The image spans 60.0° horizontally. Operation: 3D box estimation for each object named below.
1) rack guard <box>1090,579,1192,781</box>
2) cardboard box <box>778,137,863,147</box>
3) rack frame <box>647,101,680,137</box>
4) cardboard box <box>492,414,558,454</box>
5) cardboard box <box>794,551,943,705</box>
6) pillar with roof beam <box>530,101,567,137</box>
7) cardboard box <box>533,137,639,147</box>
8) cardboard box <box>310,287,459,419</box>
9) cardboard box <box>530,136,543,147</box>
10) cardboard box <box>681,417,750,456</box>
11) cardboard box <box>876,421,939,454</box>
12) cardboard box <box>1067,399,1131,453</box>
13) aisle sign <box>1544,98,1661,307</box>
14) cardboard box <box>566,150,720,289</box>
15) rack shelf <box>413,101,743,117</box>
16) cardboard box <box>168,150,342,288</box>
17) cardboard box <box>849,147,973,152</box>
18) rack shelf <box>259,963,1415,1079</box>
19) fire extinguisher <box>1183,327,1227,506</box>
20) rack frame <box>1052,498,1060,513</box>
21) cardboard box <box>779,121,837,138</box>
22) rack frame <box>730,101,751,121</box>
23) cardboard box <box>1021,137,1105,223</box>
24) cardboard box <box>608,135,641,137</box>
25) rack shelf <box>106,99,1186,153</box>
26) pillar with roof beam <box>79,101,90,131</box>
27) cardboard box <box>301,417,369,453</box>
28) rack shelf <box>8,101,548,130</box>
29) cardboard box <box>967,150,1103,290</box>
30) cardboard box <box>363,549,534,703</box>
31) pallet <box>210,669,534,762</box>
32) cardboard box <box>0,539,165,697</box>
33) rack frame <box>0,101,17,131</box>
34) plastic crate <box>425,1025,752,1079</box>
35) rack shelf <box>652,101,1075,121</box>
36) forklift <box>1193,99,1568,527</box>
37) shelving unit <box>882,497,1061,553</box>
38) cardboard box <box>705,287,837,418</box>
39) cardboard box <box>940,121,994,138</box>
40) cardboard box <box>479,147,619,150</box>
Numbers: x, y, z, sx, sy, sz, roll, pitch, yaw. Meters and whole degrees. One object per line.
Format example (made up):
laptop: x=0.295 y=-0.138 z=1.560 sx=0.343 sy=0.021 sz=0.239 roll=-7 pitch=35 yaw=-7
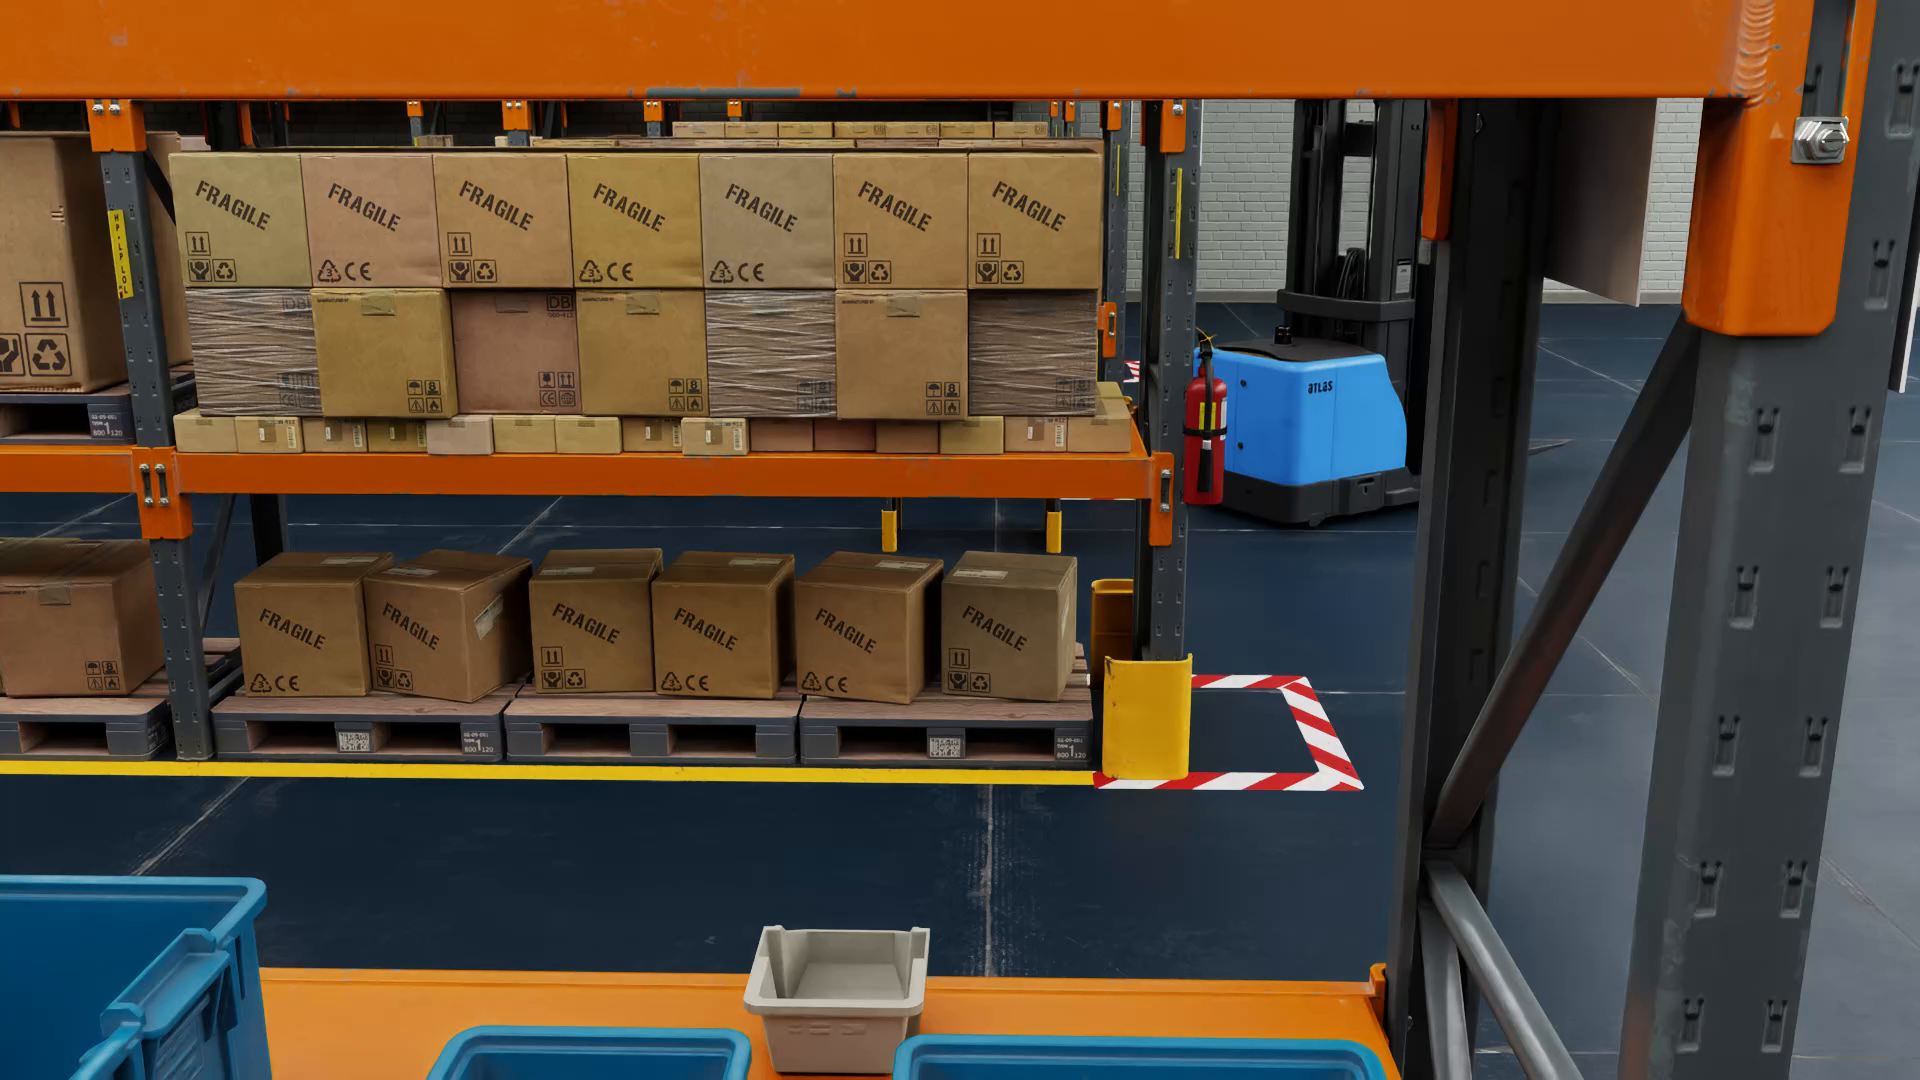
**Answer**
rack guard: x=0.765 y=0.574 z=7.184 sx=0.348 sy=0.500 sz=1.175 roll=0 pitch=15 yaw=1
cardboard box: x=-0.943 y=-2.494 z=11.502 sx=0.500 sy=0.550 sz=0.875 roll=0 pitch=15 yaw=1
rack frame: x=-2.905 y=-3.187 z=16.541 sx=0.127 sy=3.000 sz=1.000 roll=0 pitch=15 yaw=1
cardboard box: x=-1.701 y=-0.459 z=6.691 sx=0.250 sy=0.149 sz=0.380 roll=0 pitch=15 yaw=1
cardboard box: x=-0.382 y=0.368 z=7.142 sx=0.500 sy=0.500 sz=0.500 roll=4 pitch=15 yaw=16
pillar with roof beam: x=-5.564 y=-6.504 z=17.351 sx=0.400 sy=9.000 sz=9.100 roll=0 pitch=15 yaw=1
cardboard box: x=-2.562 y=-2.508 z=11.555 sx=0.550 sy=0.550 sz=0.875 roll=0 pitch=15 yaw=1
cardboard box: x=-2.211 y=-0.821 z=6.794 sx=0.500 sy=0.500 sz=0.875 roll=0 pitch=15 yaw=1
cardboard box: x=-4.062 y=-3.843 z=16.152 sx=0.250 sy=0.149 sz=0.380 roll=0 pitch=15 yaw=0
cardboard box: x=-0.952 y=-0.445 z=6.639 sx=0.250 sy=0.149 sz=0.380 roll=0 pitch=15 yaw=1
cardboard box: x=-0.200 y=-0.458 z=6.687 sx=0.250 sy=0.149 sz=0.380 roll=0 pitch=15 yaw=1
cardboard box: x=0.550 y=-0.462 z=6.703 sx=0.250 sy=0.149 sz=0.380 roll=0 pitch=15 yaw=1
aisle sign: x=0.794 y=-0.702 z=2.026 sx=0.004 sy=0.787 sz=0.394 roll=0 pitch=15 yaw=1
cardboard box: x=-1.215 y=-1.261 z=6.502 sx=0.500 sy=0.500 sz=0.500 roll=0 pitch=15 yaw=1
rack shelf: x=-4.781 y=-5.569 z=21.098 sx=4.000 sy=0.370 sz=1.077 roll=0 pitch=15 yaw=1
cardboard box: x=-2.715 y=-1.268 z=6.527 sx=0.500 sy=0.500 sz=0.500 roll=0 pitch=15 yaw=1
cardboard box: x=-0.202 y=-1.388 z=6.981 sx=0.500 sy=0.500 sz=0.500 roll=0 pitch=15 yaw=1
rack shelf: x=-1.285 y=0.964 z=2.217 sx=4.000 sy=0.370 sz=1.077 roll=0 pitch=15 yaw=1
fire extinguisher: x=0.943 y=-0.478 z=6.425 sx=0.183 sy=0.674 sz=0.296 roll=0 pitch=15 yaw=1
rack frame: x=0.593 y=-0.721 z=10.134 sx=0.032 sy=1.500 sz=0.500 roll=0 pitch=15 yaw=1
cardboard box: x=-1.459 y=-3.786 z=16.070 sx=0.500 sy=0.500 sz=0.700 roll=0 pitch=15 yaw=0
rack frame: x=-2.782 y=-4.453 z=21.339 sx=0.127 sy=3.000 sz=1.000 roll=0 pitch=15 yaw=1
cardboard box: x=0.698 y=-2.505 z=11.545 sx=0.550 sy=0.550 sz=0.875 roll=0 pitch=15 yaw=1
cardboard box: x=-3.366 y=-3.990 z=16.708 sx=0.250 sy=0.149 sz=0.380 roll=0 pitch=15 yaw=1
rack shelf: x=-1.159 y=-1.750 z=6.622 sx=4.000 sy=0.370 sz=1.077 roll=0 pitch=15 yaw=1
pillar with roof beam: x=-11.562 y=-6.543 z=17.499 sx=0.400 sy=9.000 sz=9.100 roll=0 pitch=15 yaw=1
cardboard box: x=-2.451 y=-0.461 z=6.700 sx=0.250 sy=0.149 sz=0.380 roll=0 pitch=15 yaw=1
rack shelf: x=-4.930 y=-3.040 z=11.513 sx=4.000 sy=0.370 sz=1.077 roll=0 pitch=15 yaw=1
cardboard box: x=0.284 y=-1.250 z=6.460 sx=0.500 sy=0.500 sz=0.500 roll=0 pitch=15 yaw=1
cardboard box: x=-2.186 y=0.360 z=7.172 sx=0.500 sy=0.500 sz=0.500 roll=5 pitch=16 yaw=19
pallet: x=-2.486 y=0.683 z=7.336 sx=1.213 sy=0.211 sz=1.003 roll=0 pitch=15 yaw=1
cardboard box: x=-3.771 y=0.326 z=7.261 sx=0.500 sy=0.500 sz=0.700 roll=-1 pitch=15 yaw=-3
rack frame: x=-6.929 y=-1.950 z=11.853 sx=0.127 sy=3.000 sz=1.000 roll=0 pitch=15 yaw=1
plastic crate: x=-0.443 y=0.768 z=1.840 sx=0.408 sy=0.251 sz=0.499 roll=0 pitch=15 yaw=1
rack shelf: x=-0.906 y=-4.277 z=16.201 sx=4.000 sy=0.370 sz=1.077 roll=0 pitch=15 yaw=1
forklift: x=3.016 y=-1.769 z=11.301 sx=3.031 sy=2.935 sz=1.130 roll=-10 pitch=18 yaw=-33
shelving unit: x=0.076 y=-0.725 z=10.147 sx=1.083 sy=1.500 sz=0.587 roll=0 pitch=15 yaw=1
cardboard box: x=-0.710 y=-0.824 z=6.803 sx=0.500 sy=0.500 sz=0.875 roll=0 pitch=15 yaw=1
cardboard box: x=0.072 y=-3.790 z=16.086 sx=0.500 sy=0.500 sz=0.700 roll=1 pitch=15 yaw=2
cardboard box: x=-1.702 y=-1.397 z=7.015 sx=0.500 sy=0.500 sz=0.500 roll=0 pitch=15 yaw=1
